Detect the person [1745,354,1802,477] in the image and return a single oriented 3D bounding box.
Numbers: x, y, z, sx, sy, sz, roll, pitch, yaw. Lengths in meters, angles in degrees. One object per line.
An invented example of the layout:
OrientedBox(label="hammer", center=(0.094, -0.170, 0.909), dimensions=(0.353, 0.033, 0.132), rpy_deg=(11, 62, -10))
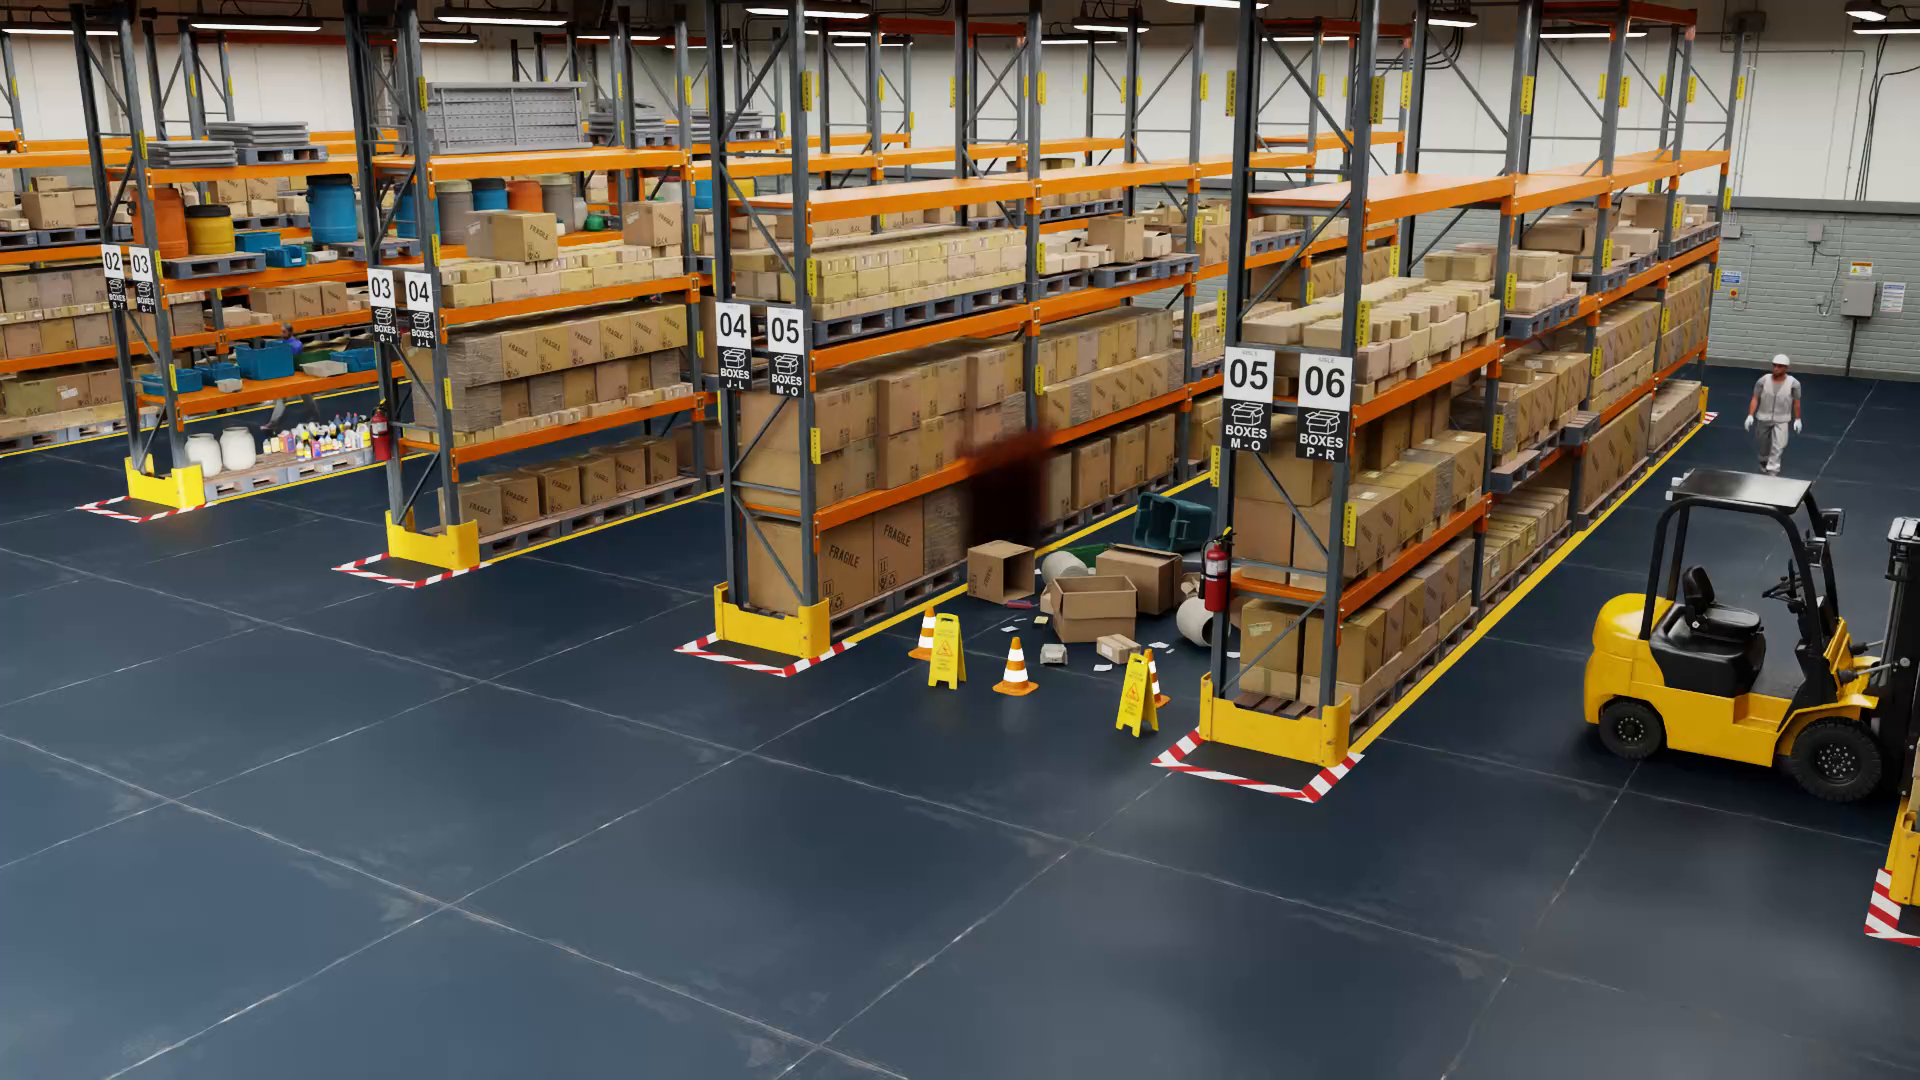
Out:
OrientedBox(label="person", center=(10.518, -1.543, 21.488), dimensions=(0.659, 1.730, 1.098), rpy_deg=(9, 18, 28))

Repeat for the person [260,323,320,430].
OrientedBox(label="person", center=(-10.093, -2.461, 24.985), dimensions=(0.490, 1.603, 0.988), rpy_deg=(5, 16, 16))
